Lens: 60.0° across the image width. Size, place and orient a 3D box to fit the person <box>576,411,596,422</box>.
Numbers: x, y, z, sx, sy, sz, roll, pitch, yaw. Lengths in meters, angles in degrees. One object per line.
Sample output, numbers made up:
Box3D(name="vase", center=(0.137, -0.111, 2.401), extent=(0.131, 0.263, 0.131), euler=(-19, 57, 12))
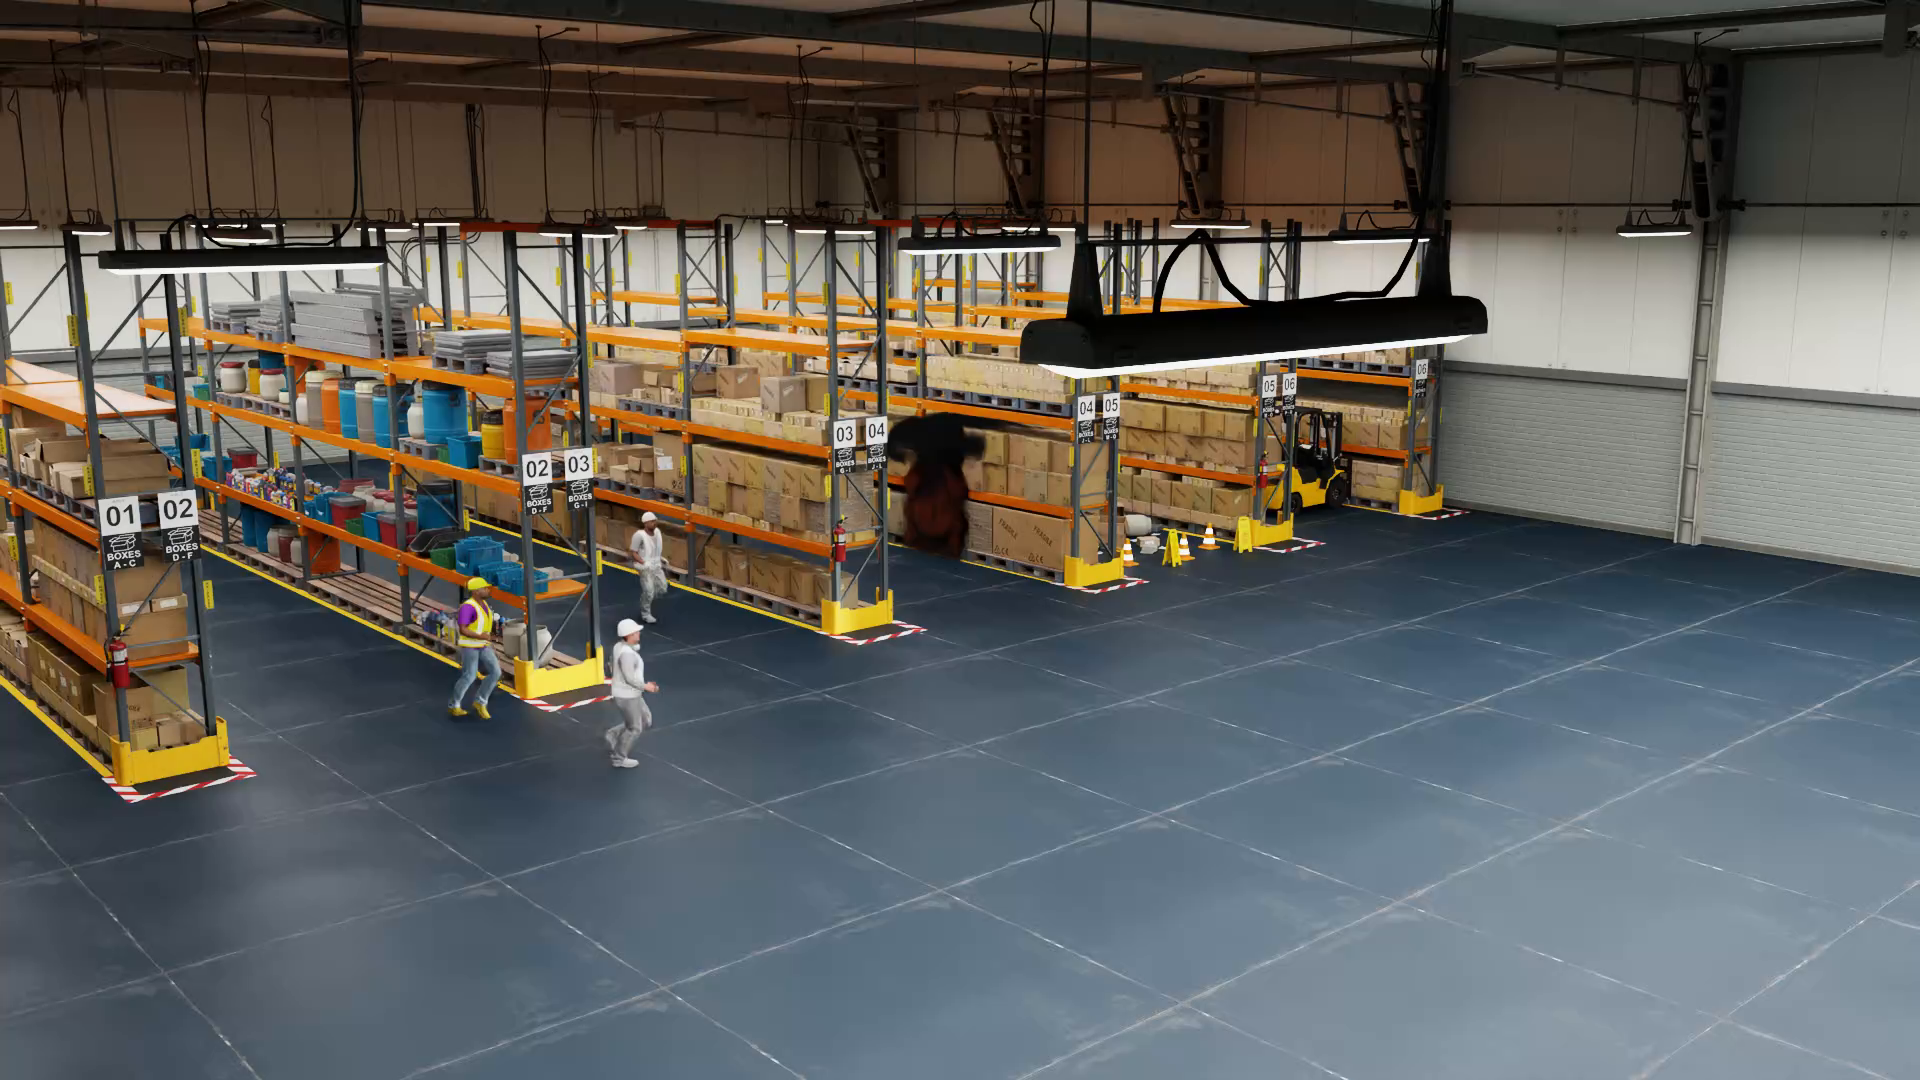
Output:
Box3D(name="person", center=(-9.385, -2.952, 42.267), extent=(0.680, 1.673, 0.922), euler=(1, 11, 3))

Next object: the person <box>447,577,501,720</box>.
Box3D(name="person", center=(-6.043, 1.350, 20.796), extent=(0.684, 1.781, 0.732), euler=(3, 12, 15))

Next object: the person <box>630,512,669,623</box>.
Box3D(name="person", center=(-4.752, 0.414, 25.468), extent=(0.646, 1.723, 0.678), euler=(9, 15, 38))

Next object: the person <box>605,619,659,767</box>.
Box3D(name="person", center=(-3.744, 1.736, 18.935), extent=(0.617, 1.722, 0.640), euler=(-3, 12, -15))
